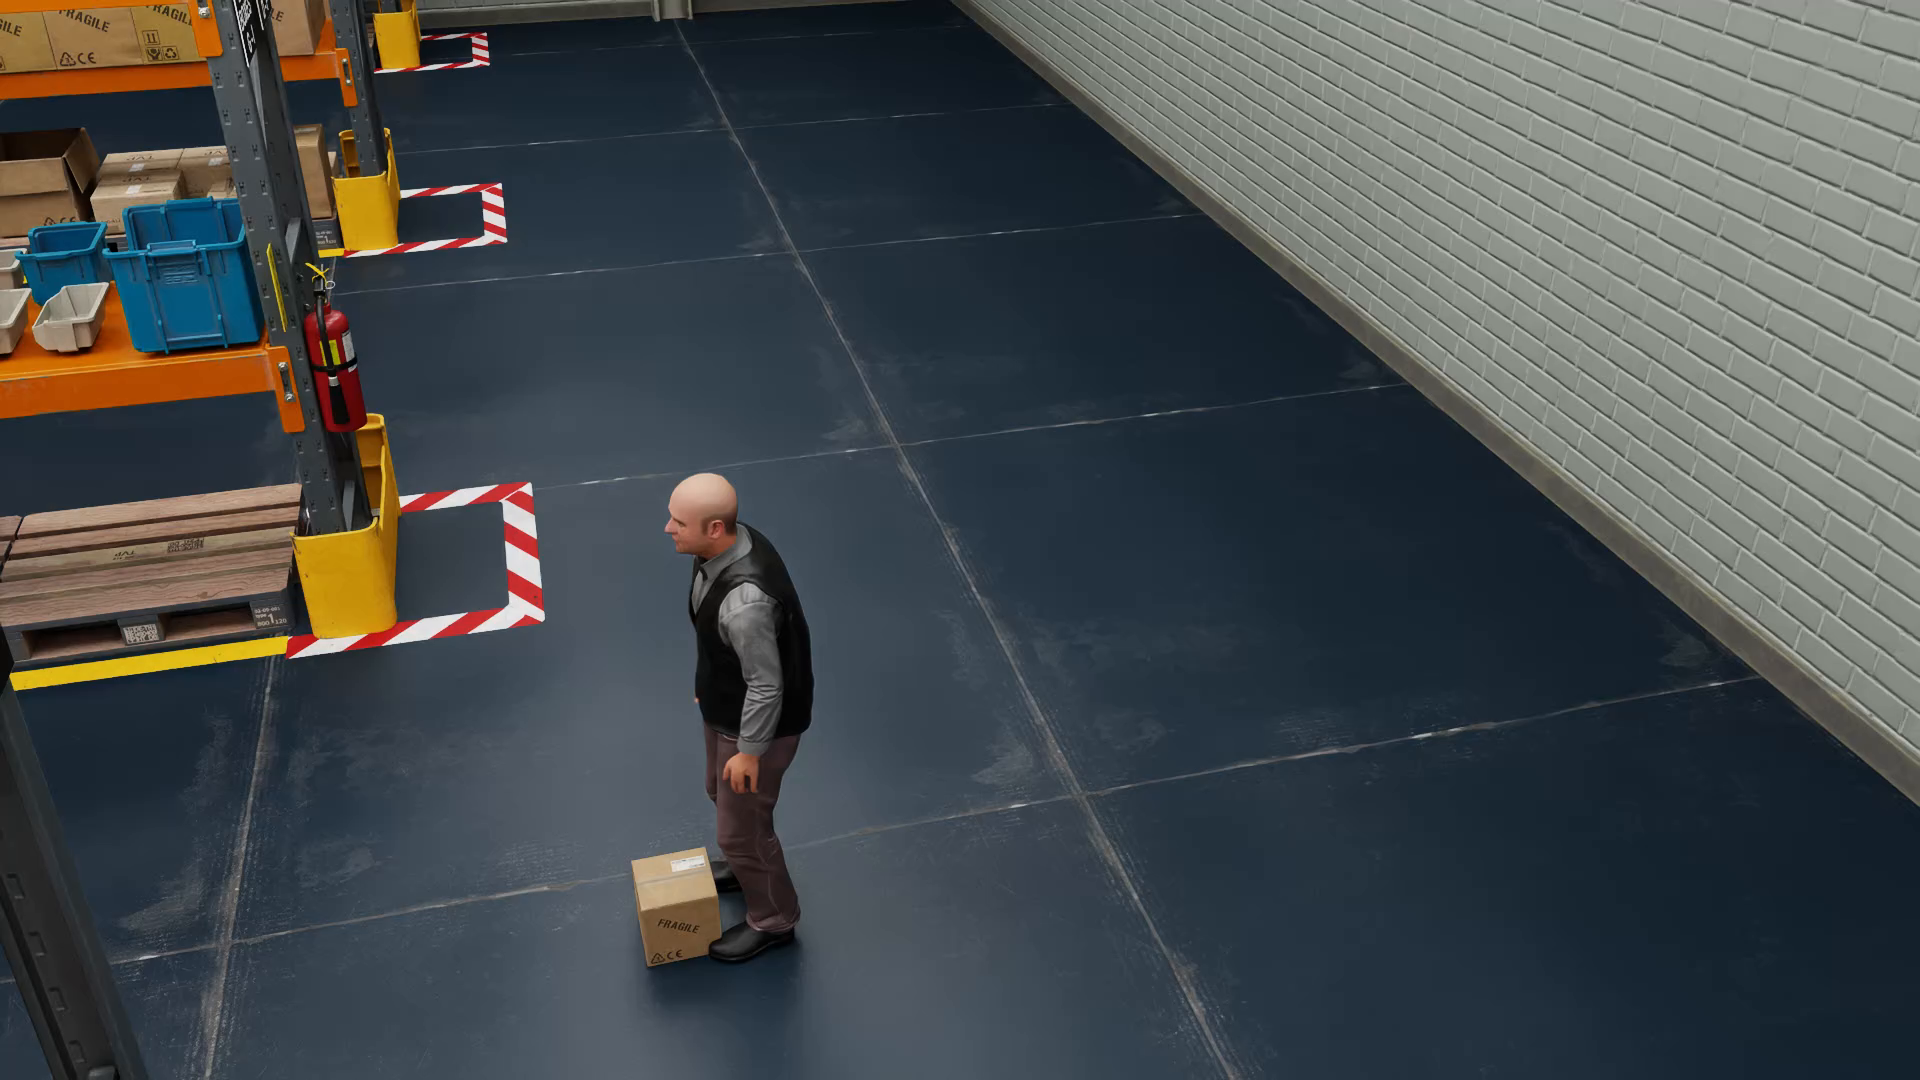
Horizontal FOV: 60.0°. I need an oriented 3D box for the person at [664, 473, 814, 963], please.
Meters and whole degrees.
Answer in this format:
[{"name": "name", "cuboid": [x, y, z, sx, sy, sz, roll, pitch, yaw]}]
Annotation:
[{"name": "person", "cuboid": [-0.670, 0.542, 5.216, 0.416, 1.722, 0.592, -9, 31, -16]}]
